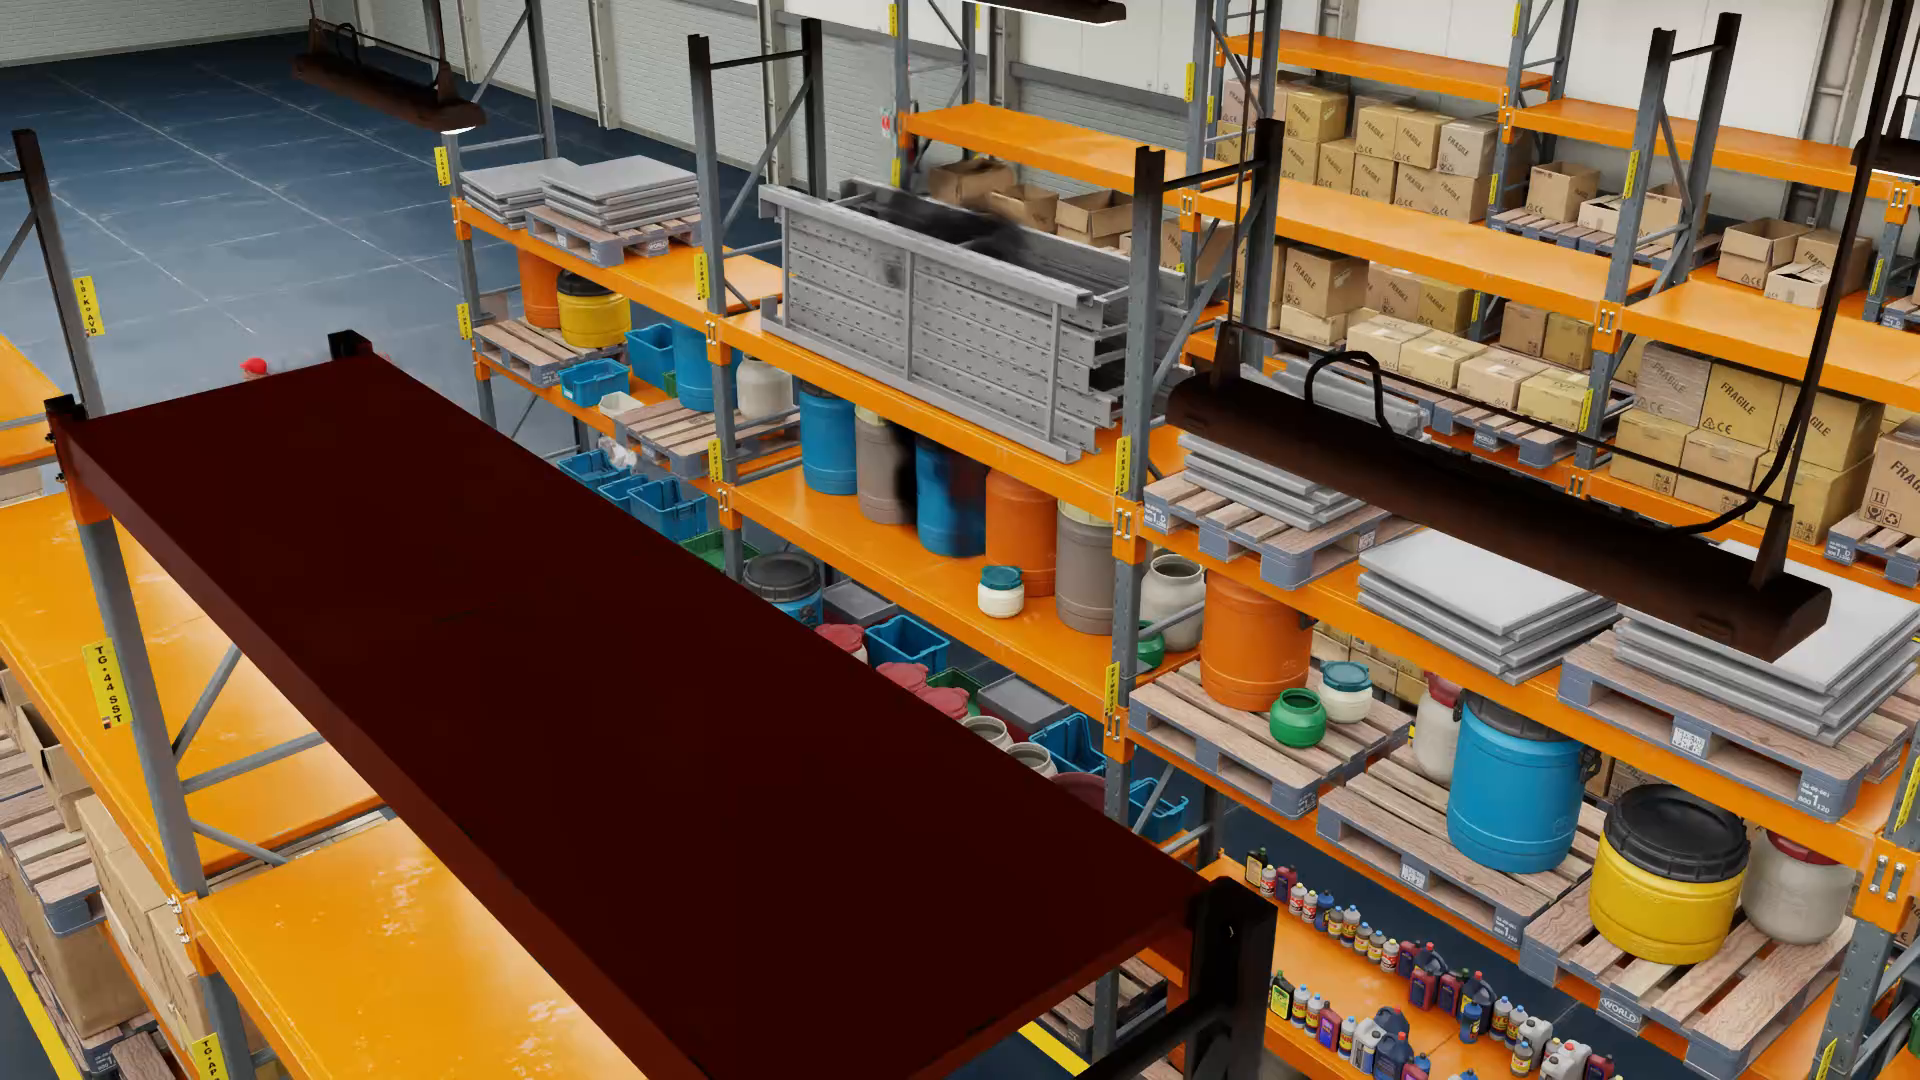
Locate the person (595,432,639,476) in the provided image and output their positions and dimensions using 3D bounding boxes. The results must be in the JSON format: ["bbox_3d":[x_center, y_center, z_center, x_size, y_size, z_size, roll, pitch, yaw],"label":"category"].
[{"bbox_3d":[-3.500,-0.720,17.166,0.759,1.712,0.679,8,28,16],"label":"person"}]

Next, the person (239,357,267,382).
[{"bbox_3d":[-7.470,-1.106,17.790,0.677,1.770,0.620,-7,28,-13],"label":"person"}]
